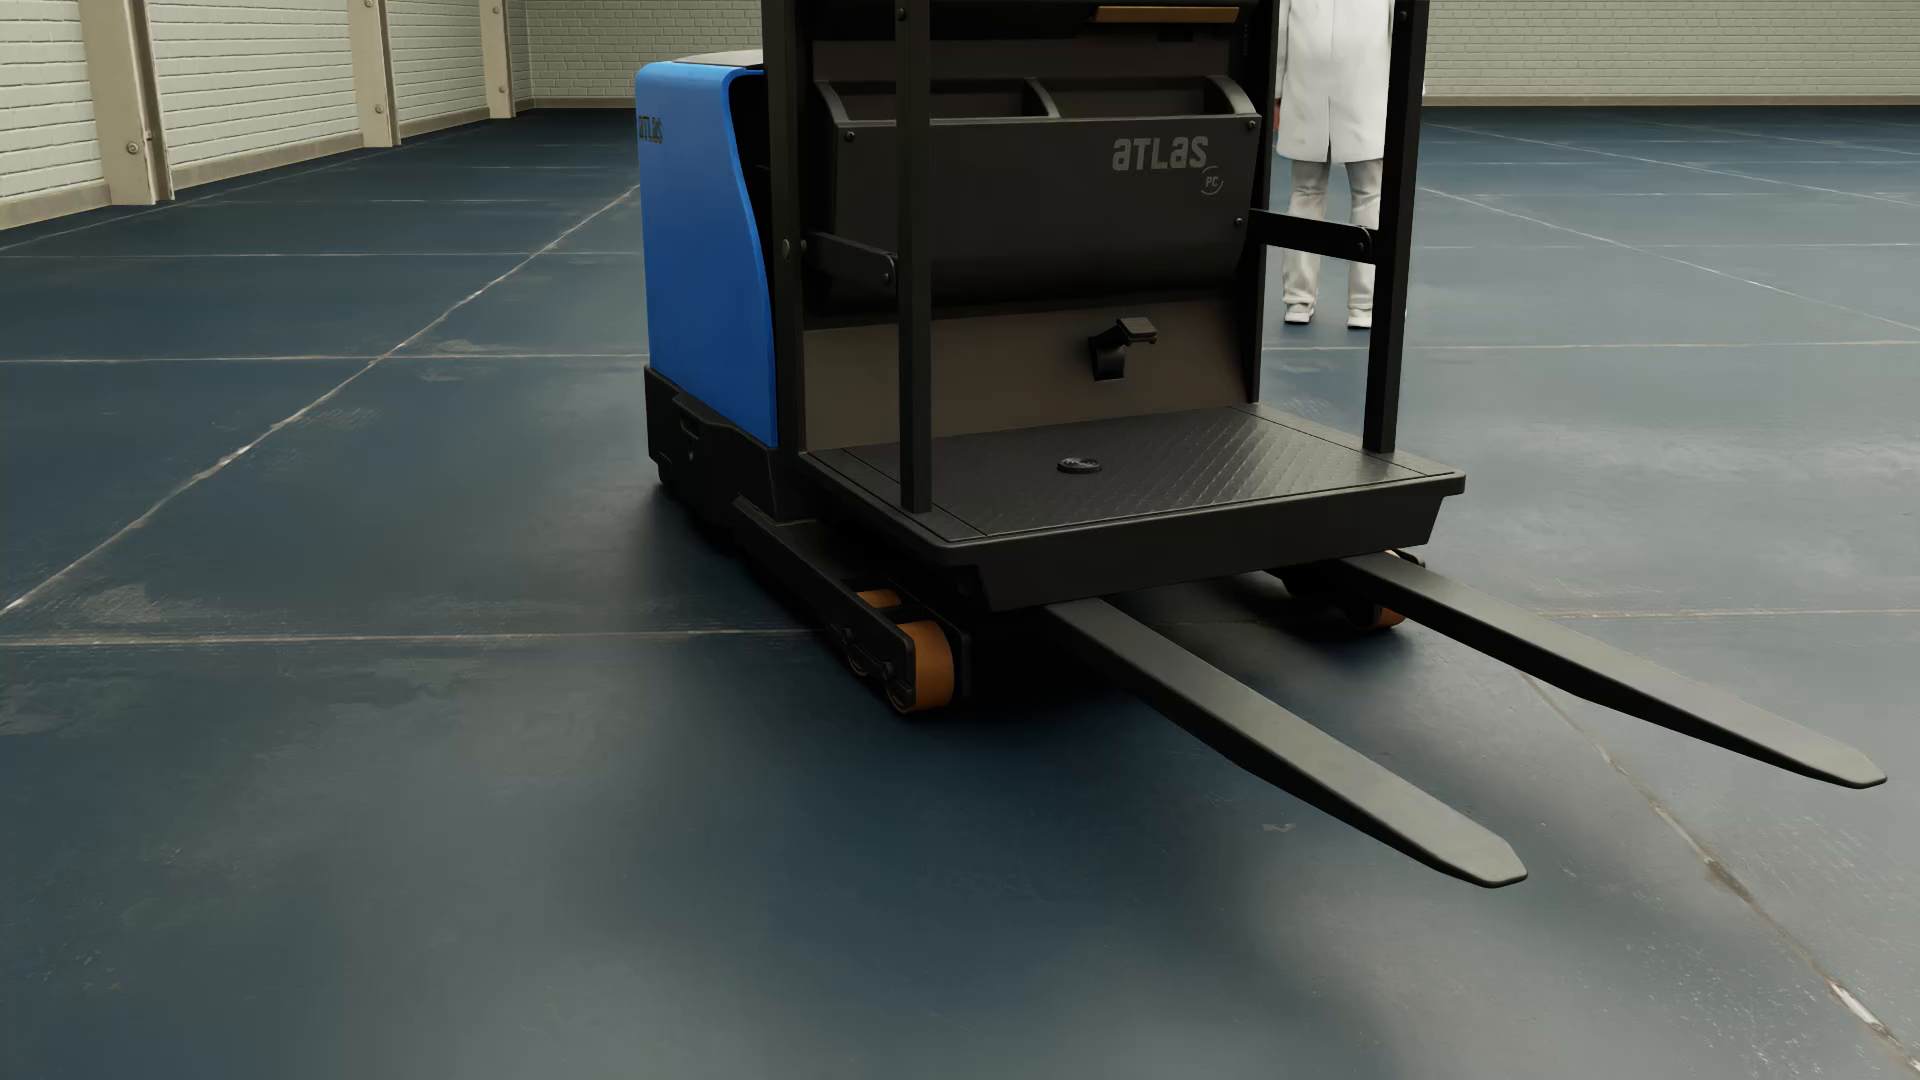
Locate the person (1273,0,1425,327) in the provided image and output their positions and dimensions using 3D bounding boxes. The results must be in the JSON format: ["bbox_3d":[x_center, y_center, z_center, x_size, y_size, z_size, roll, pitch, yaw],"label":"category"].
[{"bbox_3d":[1.515,-1.757,6.630,0.655,1.774,0.422,8,19,25],"label":"person"}]

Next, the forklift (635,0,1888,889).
[{"bbox_3d":[0.258,-1.240,2.962,1.130,2.935,3.031,-8,19,-24],"label":"forklift"}]
